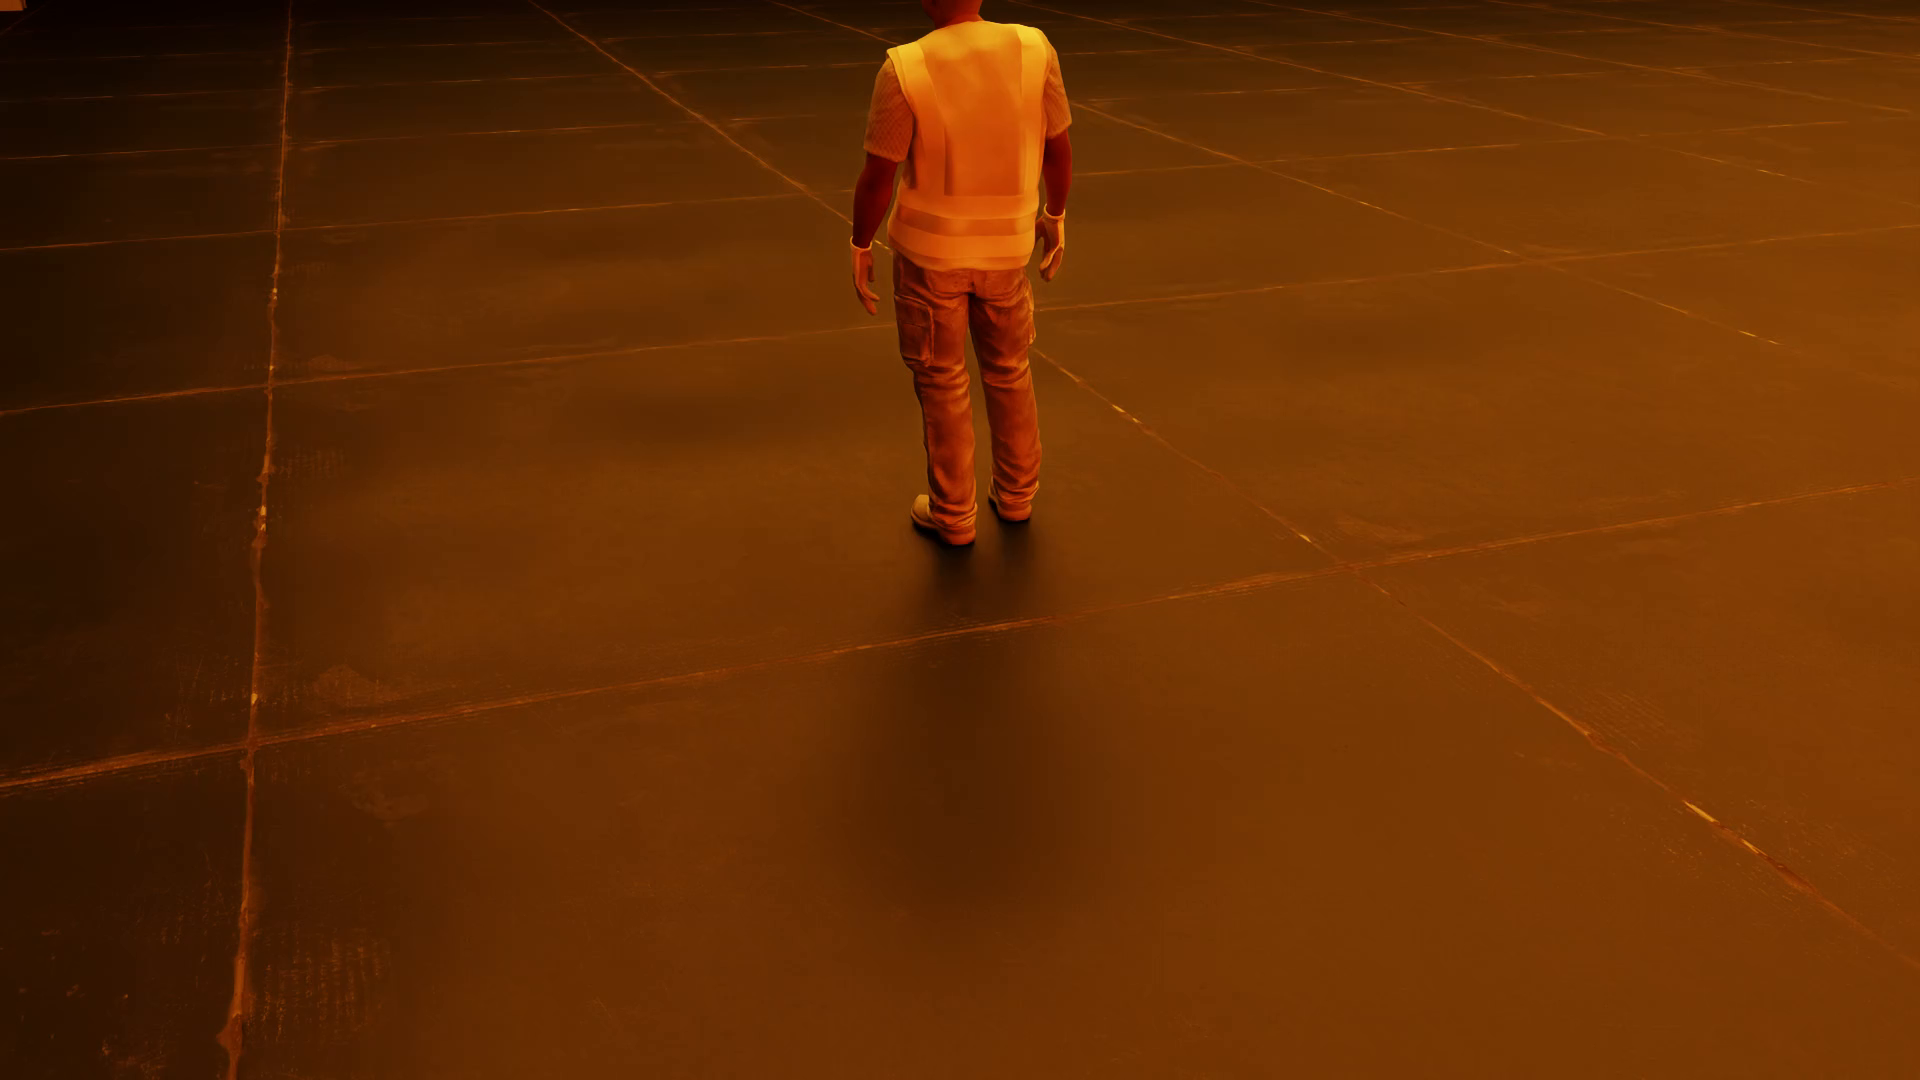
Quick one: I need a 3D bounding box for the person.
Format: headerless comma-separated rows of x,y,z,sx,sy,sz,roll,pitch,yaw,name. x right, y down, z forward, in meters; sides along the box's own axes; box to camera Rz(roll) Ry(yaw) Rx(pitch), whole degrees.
-0.016,-0.856,4.796,0.656,1.782,0.577,-8,24,-18,person
